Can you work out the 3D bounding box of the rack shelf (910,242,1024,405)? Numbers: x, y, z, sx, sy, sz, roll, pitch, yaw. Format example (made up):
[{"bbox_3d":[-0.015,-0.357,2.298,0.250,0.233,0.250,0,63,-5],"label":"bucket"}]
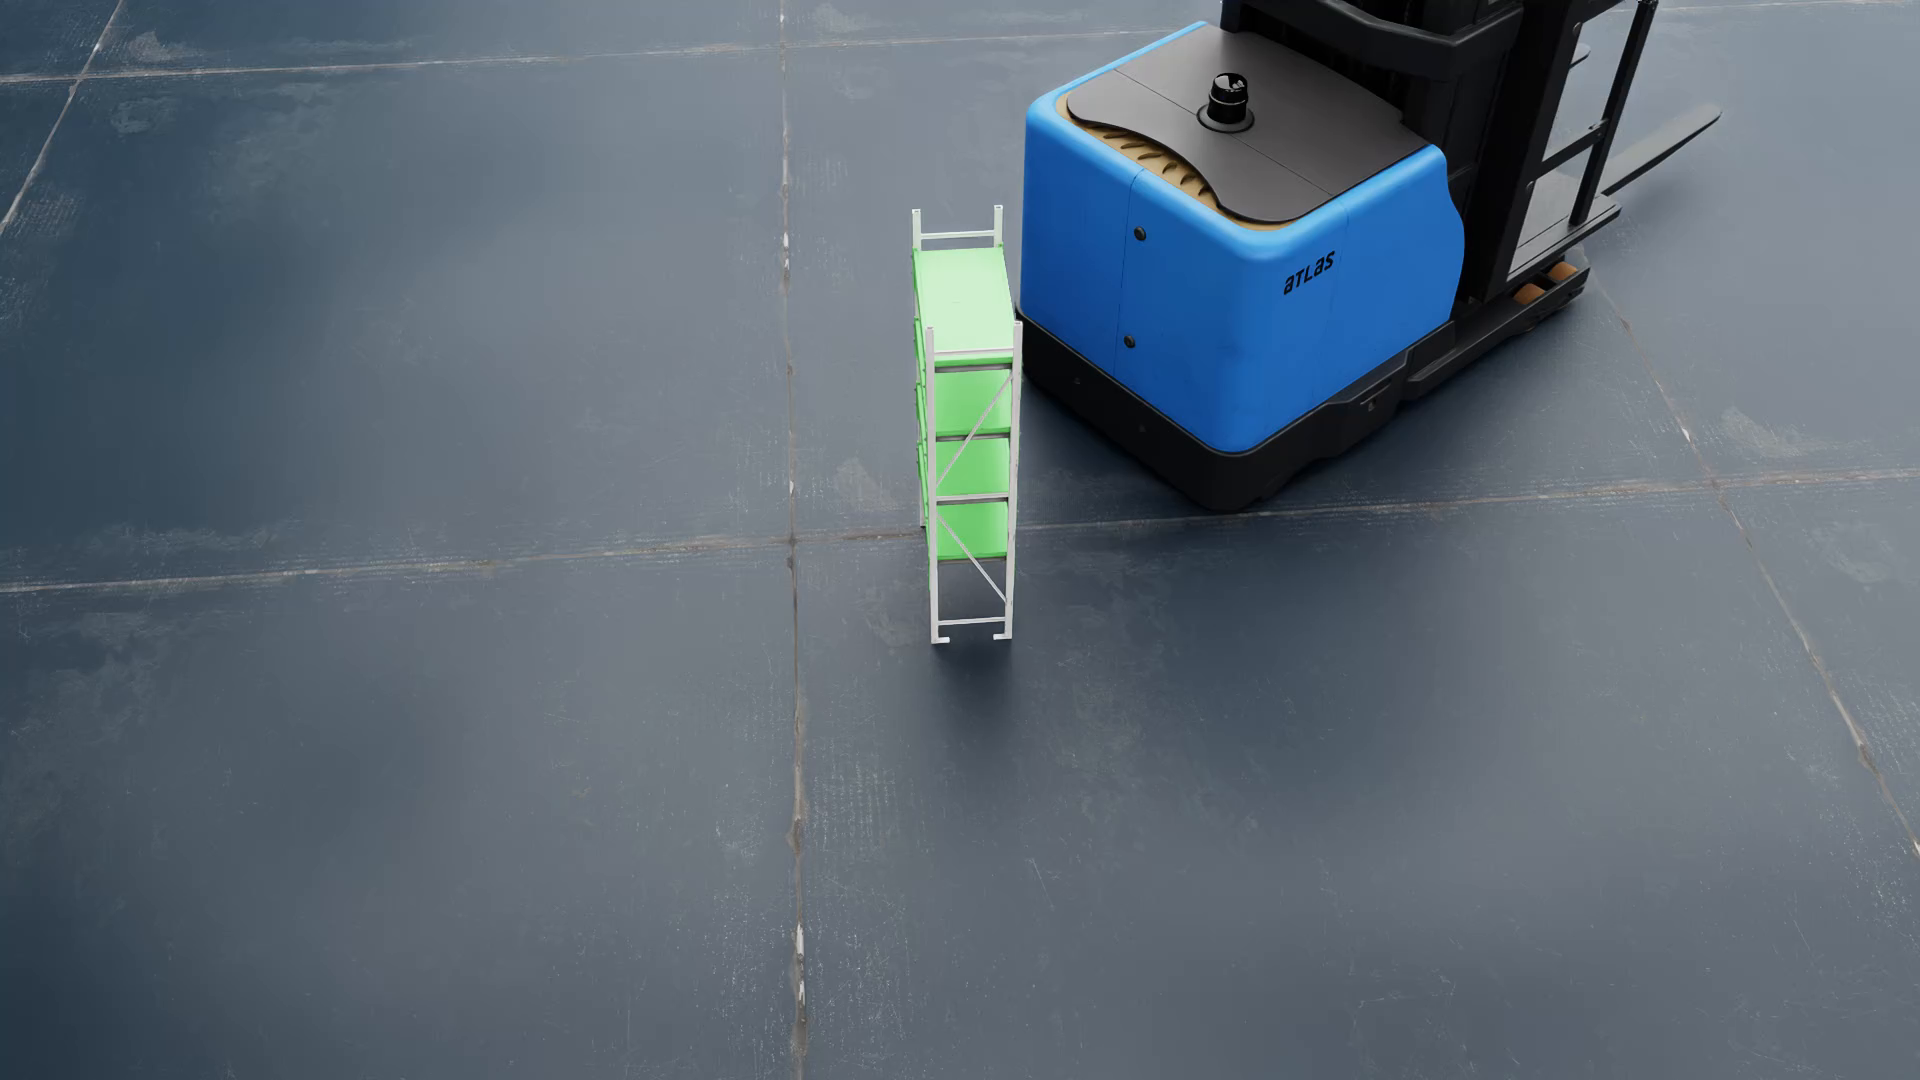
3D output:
[{"bbox_3d":[0.014,-0.579,4.399,0.258,0.148,0.480,-3,47,-3],"label":"rack shelf"}]

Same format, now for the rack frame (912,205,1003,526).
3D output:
[{"bbox_3d":[-0.007,-0.469,4.868,0.240,1.200,0.015,-3,47,-3],"label":"rack frame"}]

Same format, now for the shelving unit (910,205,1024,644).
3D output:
[{"bbox_3d":[0.014,-0.293,4.701,0.258,1.200,0.503,-3,47,-3],"label":"shelving unit"}]

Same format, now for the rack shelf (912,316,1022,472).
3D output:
[{"bbox_3d":[0.014,-0.414,4.573,0.258,0.148,0.480,-3,47,-3],"label":"rack shelf"}]

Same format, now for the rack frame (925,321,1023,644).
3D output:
[{"bbox_3d":[0.034,-0.116,4.534,0.240,1.200,0.015,-3,47,-3],"label":"rack frame"}]

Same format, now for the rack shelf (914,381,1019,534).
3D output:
[{"bbox_3d":[0.014,-0.249,4.747,0.258,0.148,0.480,-3,47,-3],"label":"rack shelf"}]

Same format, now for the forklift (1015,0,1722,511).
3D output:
[{"bbox_3d":[1.634,-2.019,5.144,3.031,2.935,1.130,-32,54,-26],"label":"forklift"}]

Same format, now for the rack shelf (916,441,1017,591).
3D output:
[{"bbox_3d":[0.014,-0.084,4.922,0.258,0.148,0.480,-3,47,-3],"label":"rack shelf"}]
